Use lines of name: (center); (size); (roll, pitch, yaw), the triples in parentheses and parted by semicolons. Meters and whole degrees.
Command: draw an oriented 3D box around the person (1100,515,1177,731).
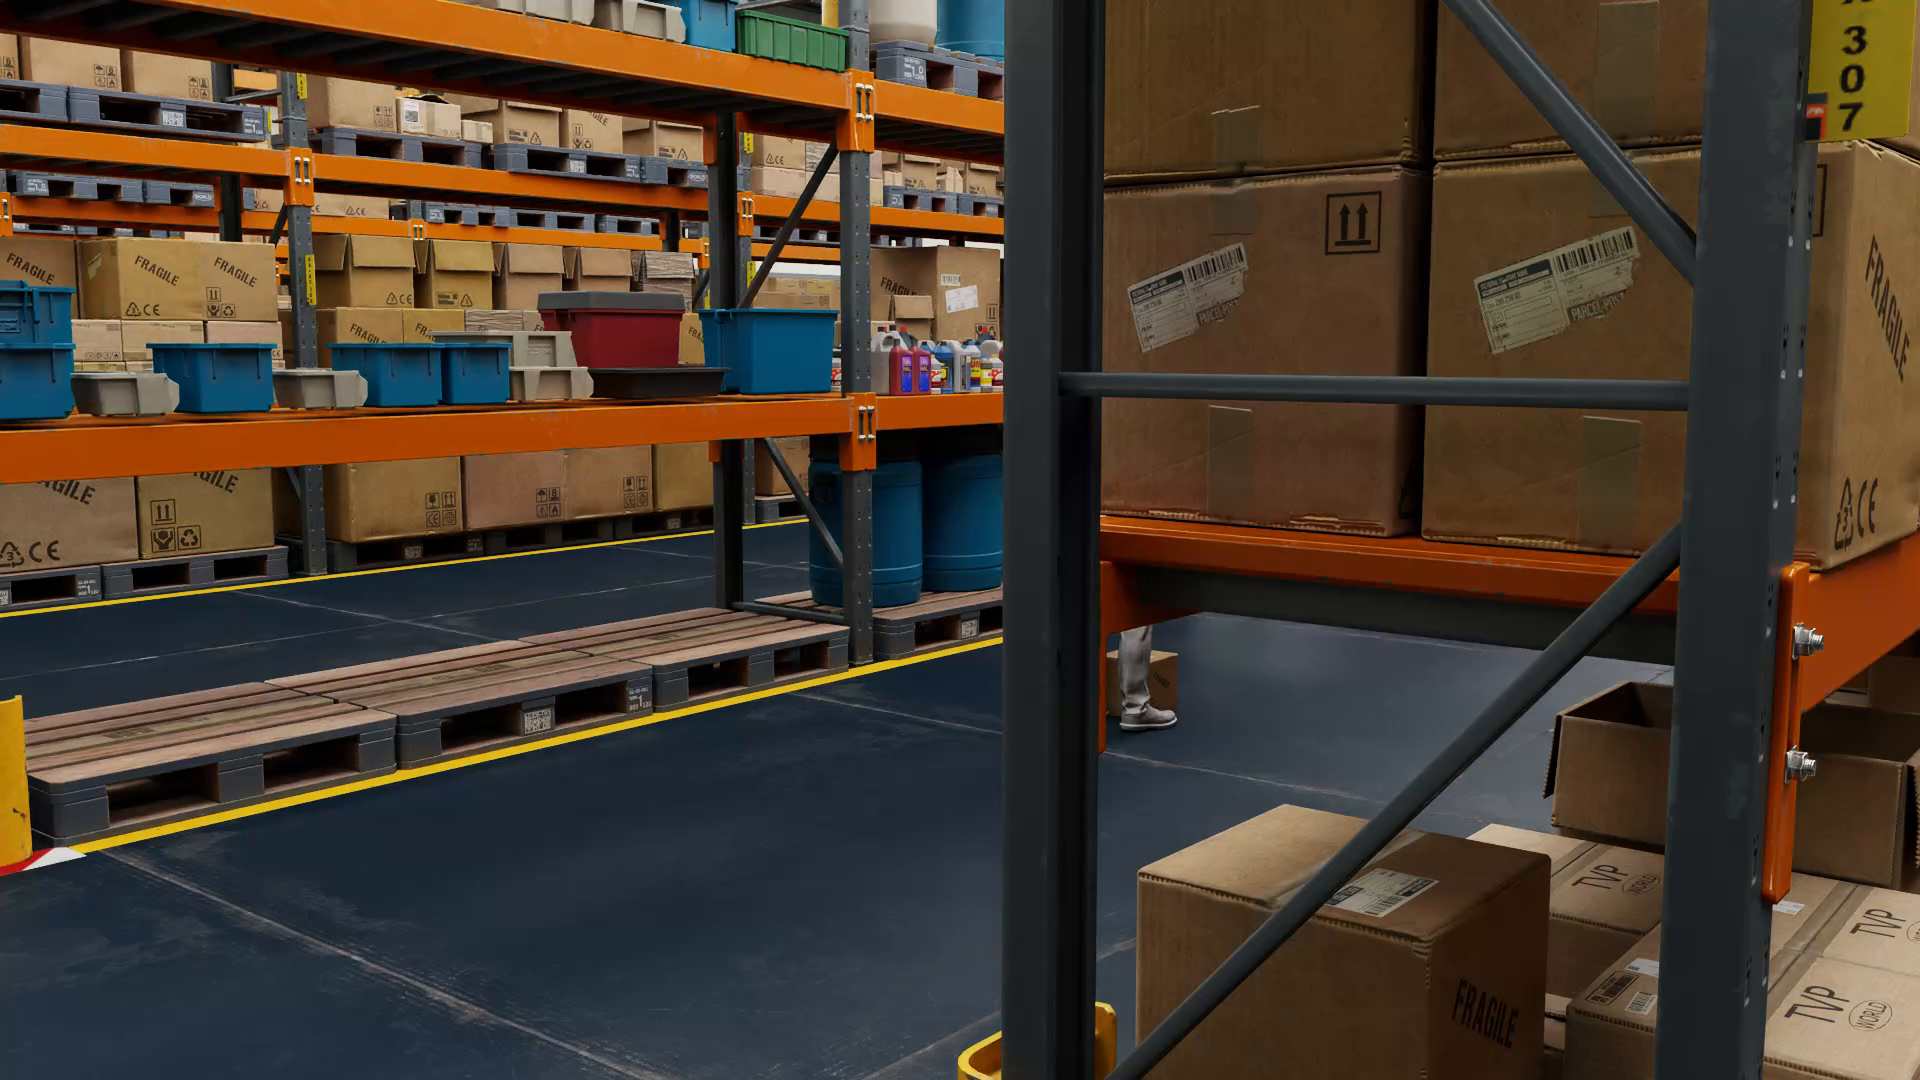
person: (0.614, -0.068, 6.794); (0.529, 1.663, 0.371); (5, 9, 39)
